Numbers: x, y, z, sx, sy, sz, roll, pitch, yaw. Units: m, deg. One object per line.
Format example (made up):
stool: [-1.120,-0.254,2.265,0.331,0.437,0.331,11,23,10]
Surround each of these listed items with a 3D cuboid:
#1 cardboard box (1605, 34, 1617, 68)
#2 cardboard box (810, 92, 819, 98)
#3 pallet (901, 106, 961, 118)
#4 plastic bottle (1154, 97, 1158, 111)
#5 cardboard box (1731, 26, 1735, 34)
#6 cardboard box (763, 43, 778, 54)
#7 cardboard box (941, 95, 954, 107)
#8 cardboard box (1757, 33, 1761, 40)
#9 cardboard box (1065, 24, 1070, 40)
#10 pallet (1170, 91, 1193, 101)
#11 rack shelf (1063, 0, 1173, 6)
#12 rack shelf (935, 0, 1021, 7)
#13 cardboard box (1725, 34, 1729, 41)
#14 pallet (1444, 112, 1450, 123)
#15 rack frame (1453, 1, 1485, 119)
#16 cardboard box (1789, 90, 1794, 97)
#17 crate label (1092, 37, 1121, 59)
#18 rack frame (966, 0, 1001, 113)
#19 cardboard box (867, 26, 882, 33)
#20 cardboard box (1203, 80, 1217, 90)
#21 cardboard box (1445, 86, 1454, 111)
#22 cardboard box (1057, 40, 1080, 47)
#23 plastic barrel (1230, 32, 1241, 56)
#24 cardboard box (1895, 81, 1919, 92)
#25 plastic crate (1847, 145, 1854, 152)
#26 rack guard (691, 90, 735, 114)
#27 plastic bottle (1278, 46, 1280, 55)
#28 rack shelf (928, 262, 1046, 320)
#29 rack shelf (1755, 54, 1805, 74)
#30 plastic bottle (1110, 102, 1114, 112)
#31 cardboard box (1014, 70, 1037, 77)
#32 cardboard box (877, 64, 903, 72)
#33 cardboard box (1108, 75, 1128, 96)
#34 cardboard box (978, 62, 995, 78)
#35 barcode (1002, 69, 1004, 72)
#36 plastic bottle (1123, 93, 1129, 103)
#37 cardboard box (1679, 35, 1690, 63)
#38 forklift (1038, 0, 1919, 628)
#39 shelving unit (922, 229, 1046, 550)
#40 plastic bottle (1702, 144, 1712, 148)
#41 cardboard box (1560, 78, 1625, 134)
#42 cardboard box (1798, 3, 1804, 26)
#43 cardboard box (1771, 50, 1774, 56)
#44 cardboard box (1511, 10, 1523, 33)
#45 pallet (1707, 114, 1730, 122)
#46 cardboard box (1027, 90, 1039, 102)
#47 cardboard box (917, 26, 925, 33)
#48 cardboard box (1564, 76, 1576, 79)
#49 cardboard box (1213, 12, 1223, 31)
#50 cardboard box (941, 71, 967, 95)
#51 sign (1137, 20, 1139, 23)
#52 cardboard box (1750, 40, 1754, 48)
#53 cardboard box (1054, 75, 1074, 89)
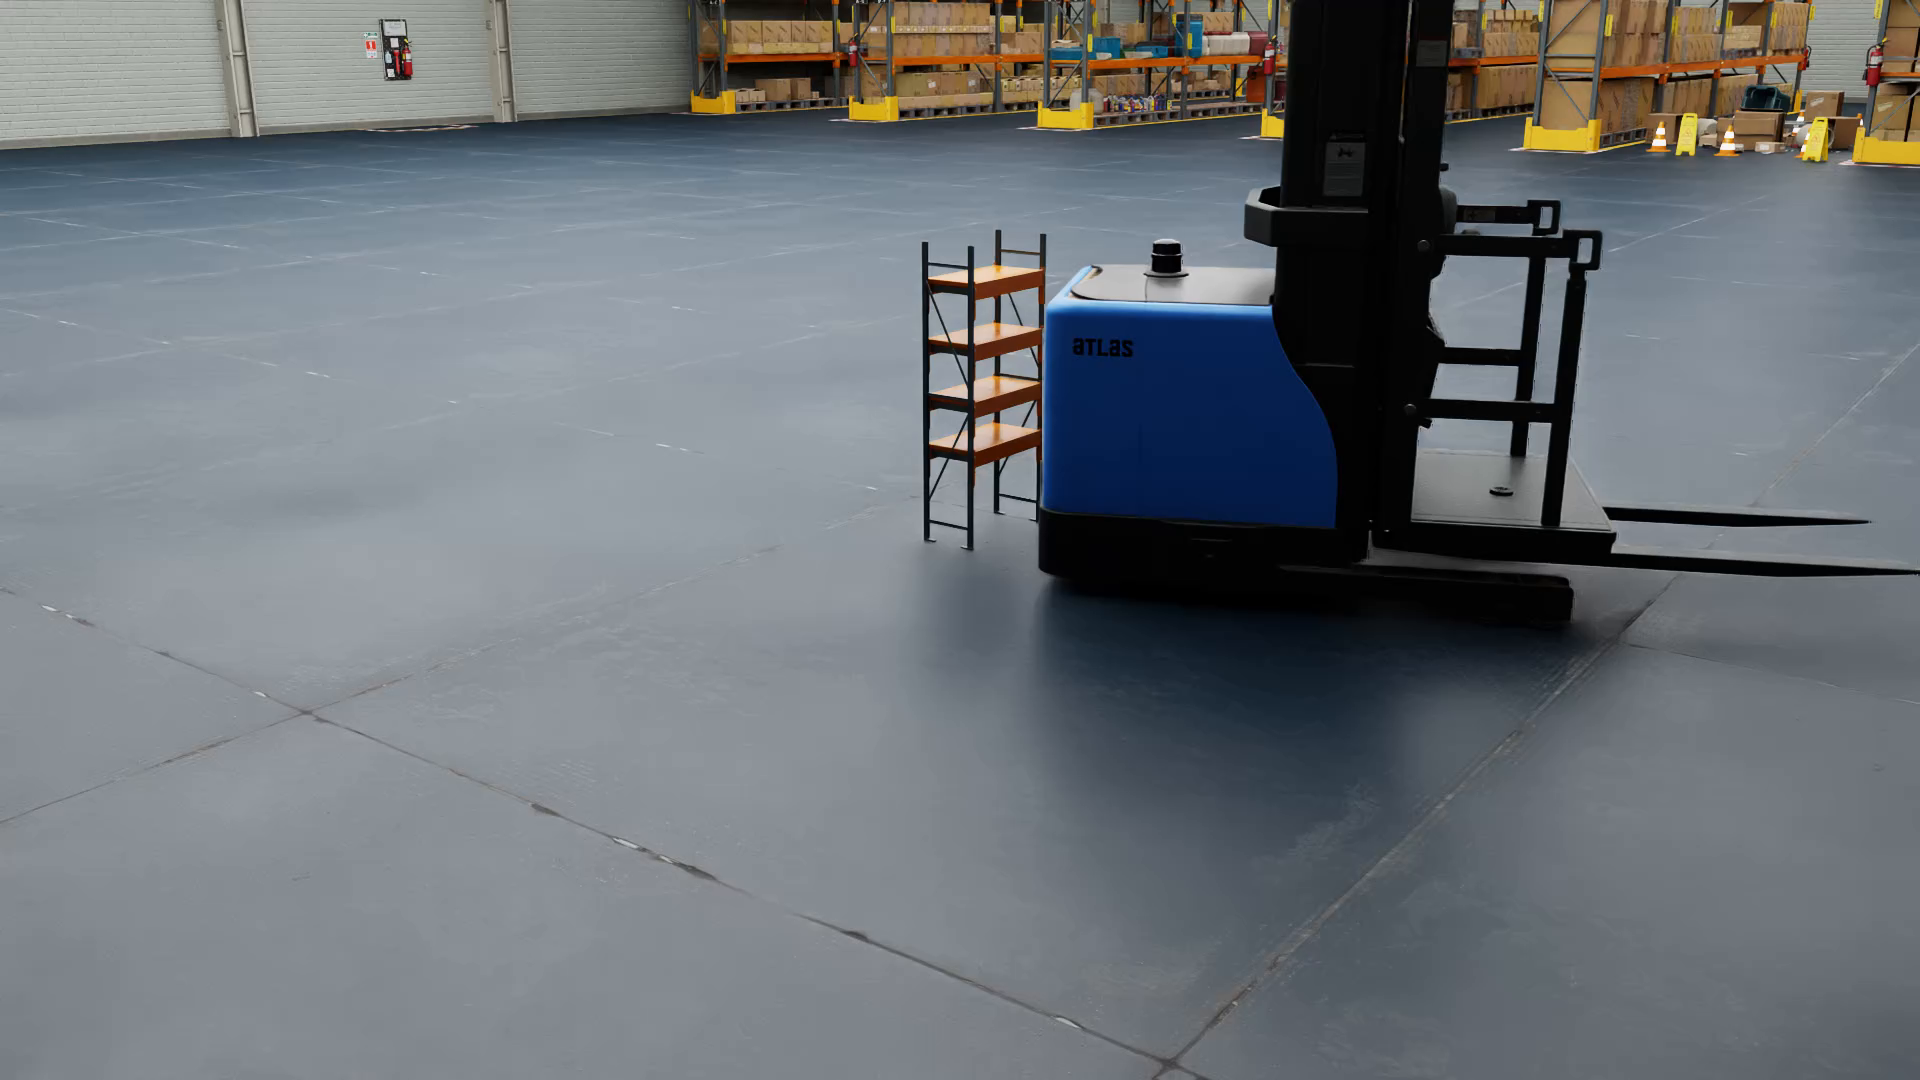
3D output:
cardboard box: [10.508,-8.245,27.985,0.875,0.550,0.550,12,21,35]
cardboard box: [-3.756,-11.146,41.613,0.380,0.166,0.250,9,20,28]
pallet: [-0.714,-9.742,37.758,1.003,0.211,1.213,12,21,35]
plastic bottle: [4.165,-9.288,35.432,0.061,0.283,0.133,14,22,38]
cardboard box: [15.677,-10.474,34.125,0.380,0.149,0.250,11,21,32]
cardboard box: [-4.692,-11.713,39.624,0.500,0.250,0.500,12,21,34]
cardboard box: [-0.471,-9.927,37.582,0.500,0.250,0.500,12,21,35]
cardboard box: [17.084,-10.894,35.979,0.380,0.149,0.250,13,22,36]
cardboard box: [2.969,-15.124,49.884,0.980,0.700,0.700,12,21,34]
pallet: [5.696,-12.284,45.945,1.003,0.211,1.213,12,21,35]
rack shelf: [4.095,-14.065,43.134,1.077,0.370,4.000,12,21,35]
rack shelf: [0.114,-14.940,45.949,1.077,0.370,4.000,12,21,35]
cardboard box: [15.389,-10.215,33.795,0.380,0.149,0.250,14,22,37]
pallet: [9.662,-8.942,35.181,1.003,0.211,1.213,12,21,35]
rack frame: [10.856,-10.748,36.298,1.000,3.000,0.127,12,21,35]
cardboard box: [19.461,-10.558,39.283,0.380,0.149,0.250,12,21,33]
crate label: [2.991,-10.221,34.541,0.502,0.435,0.616,12,21,35]
rack frame: [0.520,-11.547,38.870,1.000,3.000,0.127,12,21,35]
cardboard box: [-1.789,-11.077,36.092,0.380,0.149,0.250,12,21,34]
cardboard box: [6.953,-12.908,47.147,0.500,0.250,0.500,12,21,35]
cardboard box: [10.153,-9.467,35.645,0.700,0.500,0.500,10,20,30]
cardboard box: [2.651,-12.378,41.697,0.500,0.311,0.500,14,22,38]
plastic barrel: [6.186,-11.294,37.866,0.421,0.512,0.421,0,17,0]
cardboard box: [15.278,-7.301,26.765,0.380,0.149,0.250,14,22,38]
plastic crate: [14.838,-6.421,27.286,0.402,0.080,0.583,5,18,16]
rack guard: [-5.799,-10.293,39.047,1.175,0.500,0.348,12,21,35]
plastic bottle: [7.545,-11.621,39.442,0.097,0.201,0.097,0,17,0]
rack shelf: [0.099,-0.988,6.576,0.258,0.148,0.480,12,21,35]
rack shelf: [18.355,-10.933,38.107,1.077,0.370,4.000,12,21,35]
plastic bottle: [3.220,-9.177,35.216,0.097,0.201,0.097,0,17,0]
cardboard box: [1.834,-13.494,48.645,0.700,0.500,0.500,13,21,35]
cardboard box: [-1.855,-12.443,43.965,0.500,0.250,0.500,13,21,36]
cardboard box: [4.014,-11.818,43.216,0.500,0.500,0.500,12,21,34]
cardboard box: [0.495,-13.111,46.822,0.750,0.750,0.750,13,22,36]
barcode: [1.006,-11.009,38.992,0.001,0.075,0.075,12,21,35]
plastic bottle: [3.569,-9.452,35.848,0.144,0.351,0.185,11,21,32]
cardboard box: [13.226,-9.141,30.953,0.500,0.500,0.500,13,21,35]
forklift: [1.861,-1.267,5.880,3.031,2.935,1.130,3,18,11]
shelving unit: [0.099,-0.612,6.693,0.258,1.200,0.503,12,21,35]
plastic bottle: [12.601,-6.647,28.045,0.133,0.061,0.283,5,18,16]
cardboard box: [10.887,-7.511,28.749,0.875,0.875,0.875,12,21,34]
cardboard box: [19.171,-12.147,38.445,0.500,0.500,0.500,12,21,33]
cardboard box: [17.972,-10.901,37.214,0.380,0.149,0.250,11,21,32]
cardboard box: [12.448,-11.913,38.188,0.797,0.503,0.637,13,21,35]
pallet: [15.246,-8.702,34.410,1.003,0.211,1.213,12,21,35]
cardboard box: [1.571,-10.732,40.174,0.500,0.250,0.500,12,21,33]
cardboard box: [-1.000,-11.190,36.456,0.380,0.149,0.250,12,21,34]
cardboard box: [14.764,-11.456,41.452,0.875,0.875,0.875,12,21,35]
cardboard box: [7.020,-14.531,46.624,0.500,0.500,0.500,13,22,36]
cardboard box: [-0.183,-10.407,37.862,0.500,0.500,0.500,12,21,35]
sign: [4.846,-13.960,45.180,0.100,0.325,0.005,12,21,35]
cardboard box: [16.781,-10.631,35.634,0.380,0.149,0.250,12,21,35]
cardboard box: [2.484,-11.362,41.256,0.500,0.311,0.500,12,21,34]
